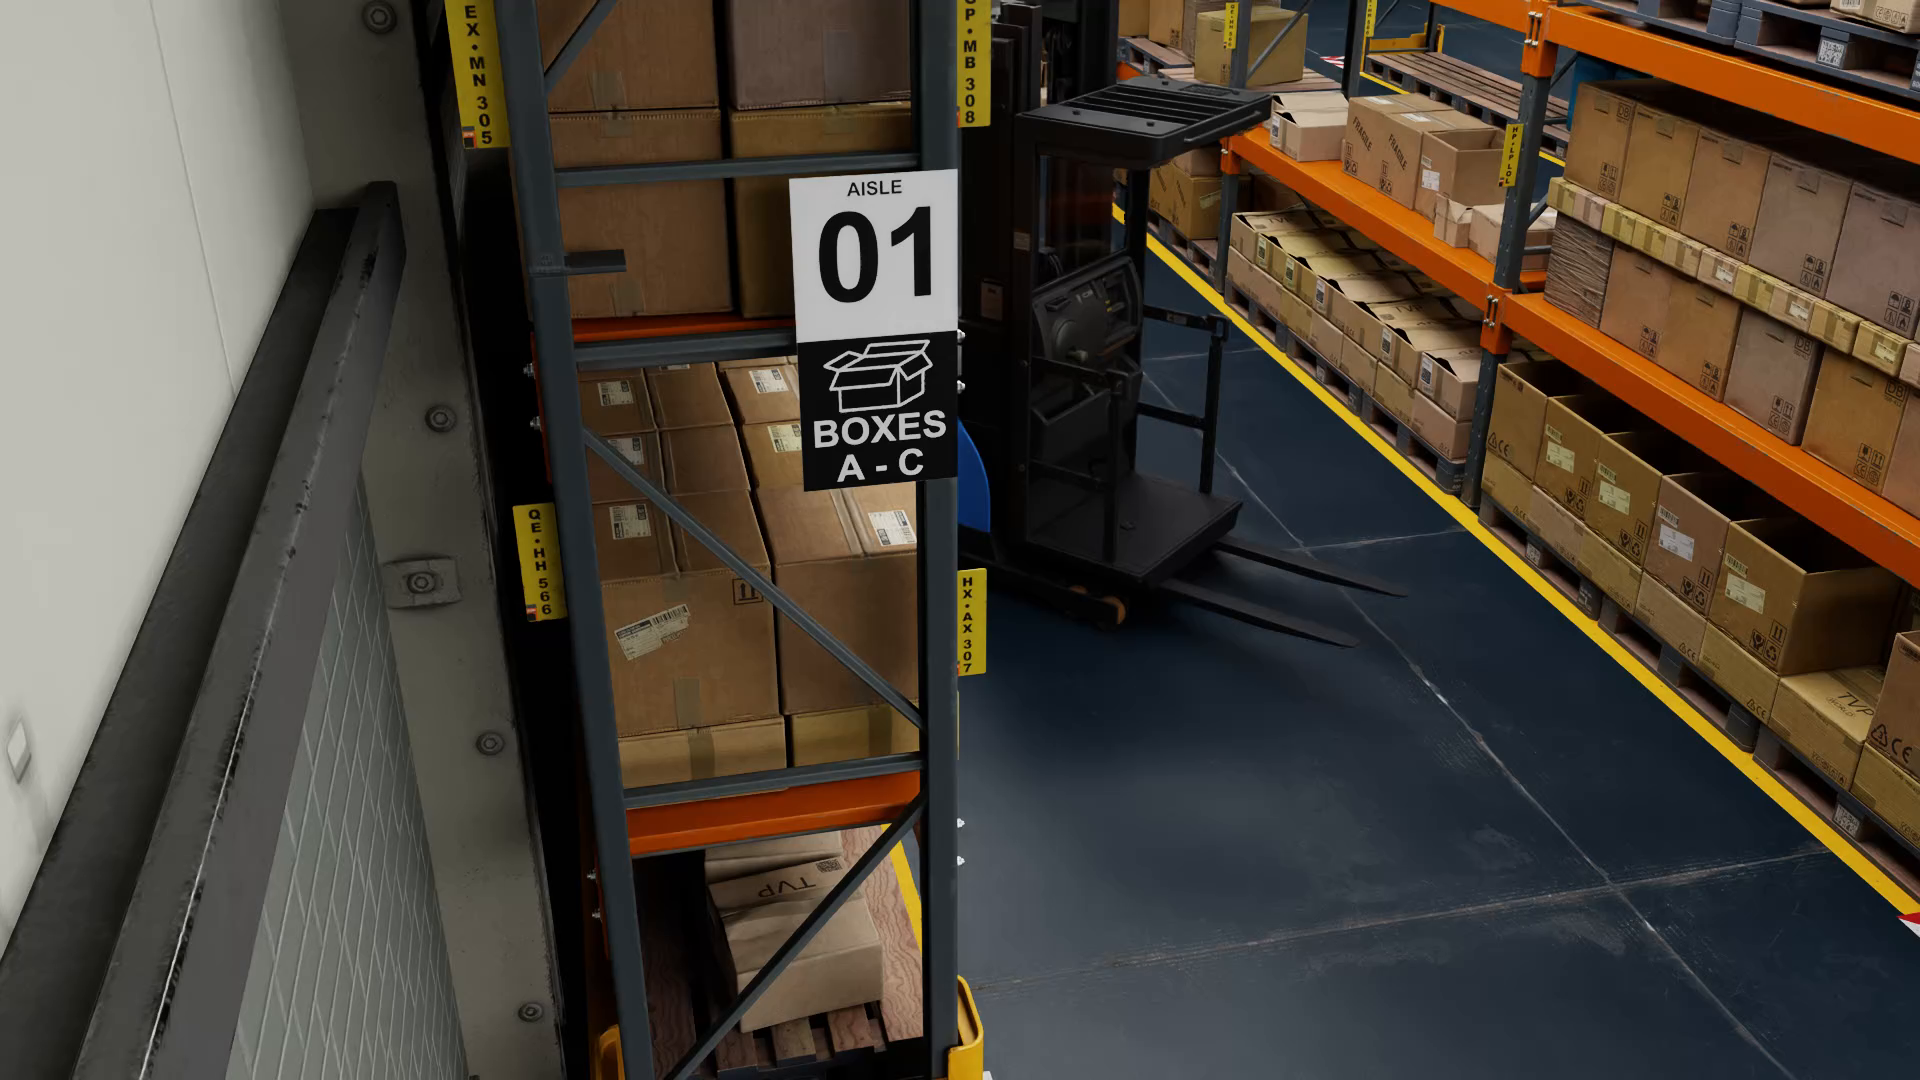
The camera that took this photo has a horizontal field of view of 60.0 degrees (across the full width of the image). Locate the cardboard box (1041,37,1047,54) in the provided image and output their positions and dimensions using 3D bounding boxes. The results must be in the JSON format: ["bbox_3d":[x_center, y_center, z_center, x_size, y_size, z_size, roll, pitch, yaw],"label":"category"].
[{"bbox_3d":[1.076,-5.728,19.555,0.500,0.500,0.500,-6,27,-12],"label":"cardboard box"}]

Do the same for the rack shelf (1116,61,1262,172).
[{"bbox_3d":[2.065,-3.906,14.458,1.077,0.370,4.000,-6,27,-12],"label":"rack shelf"}]

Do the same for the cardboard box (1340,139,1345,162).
[{"bbox_3d":[2.858,-2.683,11.515,0.380,0.149,0.250,-4,27,-8],"label":"cardboard box"}]

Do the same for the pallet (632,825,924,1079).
[{"bbox_3d":[-0.672,1.519,6.007,1.003,0.211,1.213,-6,27,-12],"label":"pallet"}]

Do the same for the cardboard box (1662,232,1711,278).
[{"bbox_3d":[3.521,-1.341,7.748,0.380,0.149,0.250,-7,28,-13],"label":"cardboard box"}]

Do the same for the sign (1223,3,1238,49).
[{"bbox_3d":[1.989,-3.771,12.196,0.100,0.325,0.005,-6,27,-12],"label":"sign"}]

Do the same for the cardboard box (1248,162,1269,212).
[{"bbox_3d":[2.568,-2.888,13.928,0.500,0.500,0.500,-7,28,-13],"label":"cardboard box"}]

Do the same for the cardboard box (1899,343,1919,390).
[{"bbox_3d":[3.875,-0.657,6.393,0.380,0.149,0.250,-6,27,-11],"label":"cardboard box"}]

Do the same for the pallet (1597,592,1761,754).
[{"bbox_3d":[3.834,0.542,7.942,1.003,0.211,1.213,-6,27,-12],"label":"pallet"}]

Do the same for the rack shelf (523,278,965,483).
[{"bbox_3d":[-0.957,-1.228,5.824,1.077,0.370,4.000,-6,27,-12],"label":"rack shelf"}]

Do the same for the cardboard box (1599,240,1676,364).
[{"bbox_3d":[3.649,-1.213,8.213,0.700,0.500,0.500,-6,27,-12],"label":"cardboard box"}]

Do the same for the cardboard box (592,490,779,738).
[{"bbox_3d":[-0.820,0.205,4.826,0.500,0.500,0.500,-6,27,-12],"label":"cardboard box"}]

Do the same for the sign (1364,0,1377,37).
[{"bbox_3d":[3.056,-3.924,12.410,0.100,0.325,0.005,-6,27,-12],"label":"sign"}]

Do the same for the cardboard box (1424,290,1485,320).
[{"bbox_3d":[3.341,-1.458,10.772,0.500,0.311,0.500,-7,28,-13],"label":"cardboard box"}]

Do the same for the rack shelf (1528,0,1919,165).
[{"bbox_3d":[3.868,-1.733,6.824,1.077,0.370,4.000,-6,27,-12],"label":"rack shelf"}]

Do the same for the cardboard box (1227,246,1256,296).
[{"bbox_3d":[2.348,-2.049,12.567,0.500,0.250,0.500,-6,27,-12],"label":"cardboard box"}]

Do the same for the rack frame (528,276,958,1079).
[{"bbox_3d":[-0.507,0.667,4.599,1.000,3.000,0.127,-6,27,-12],"label":"rack frame"}]

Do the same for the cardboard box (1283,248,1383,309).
[{"bbox_3d":[2.587,-1.846,11.541,0.500,0.311,0.500,-7,28,-13],"label":"cardboard box"}]

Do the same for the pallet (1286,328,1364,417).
[{"bbox_3d":[2.935,-1.204,11.402,1.003,0.211,1.213,-6,27,-12],"label":"pallet"}]

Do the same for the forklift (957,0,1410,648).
[{"bbox_3d":[0.815,-1.132,8.240,3.031,2.935,1.130,18,32,32],"label":"forklift"}]

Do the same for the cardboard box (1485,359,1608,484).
[{"bbox_3d":[3.217,-0.653,8.967,0.500,0.500,0.500,-6,27,-12],"label":"cardboard box"}]

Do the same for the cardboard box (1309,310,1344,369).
[{"bbox_3d":[2.700,-1.376,11.233,0.500,0.250,0.500,-5,27,-11],"label":"cardboard box"}]

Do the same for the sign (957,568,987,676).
[{"bbox_3d":[0.022,0.226,4.513,0.100,0.325,0.005,-6,27,-12],"label":"sign"}]

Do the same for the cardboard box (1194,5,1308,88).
[{"bbox_3d":[2.264,-3.846,12.964,0.700,0.500,0.500,-16,31,-29],"label":"cardboard box"}]

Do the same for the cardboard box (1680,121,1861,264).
[{"bbox_3d":[3.751,-1.581,7.503,0.700,0.500,0.500,-6,27,-12],"label":"cardboard box"}]

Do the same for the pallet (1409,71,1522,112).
[{"bbox_3d":[5.959,-5.217,19.352,1.003,0.211,1.213,-6,27,-12],"label":"pallet"}]

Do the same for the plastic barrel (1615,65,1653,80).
[{"bbox_3d":[6.707,-4.306,16.315,0.600,0.901,0.708,-6,27,-12],"label":"plastic barrel"}]

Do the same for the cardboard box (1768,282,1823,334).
[{"bbox_3d":[3.695,-1.000,7.072,0.380,0.149,0.250,-6,27,-12],"label":"cardboard box"}]

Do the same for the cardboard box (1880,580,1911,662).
[{"bbox_3d":[4.175,0.173,7.332,0.500,0.500,0.500,-6,27,-12],"label":"cardboard box"}]

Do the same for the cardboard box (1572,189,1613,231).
[{"bbox_3d":[3.346,-1.680,8.418,0.380,0.149,0.250,-6,27,-11],"label":"cardboard box"}]

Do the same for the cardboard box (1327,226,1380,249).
[{"bbox_3d":[2.997,-2.127,12.098,0.500,0.311,0.500,-6,27,-12],"label":"cardboard box"}]

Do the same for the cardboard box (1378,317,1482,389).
[{"bbox_3d":[2.923,-1.180,10.222,0.500,0.311,0.500,-5,27,-10],"label":"cardboard box"}]

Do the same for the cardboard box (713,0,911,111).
[{"bbox_3d":[-0.357,-1.365,4.054,0.500,0.500,0.500,-8,28,-15],"label":"cardboard box"}]

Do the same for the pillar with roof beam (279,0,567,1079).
[{"bbox_3d":[2.687,-2.667,4.548,9.100,9.000,0.400,-6,27,-12],"label":"pillar with roof beam"}]

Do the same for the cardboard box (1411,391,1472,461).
[{"bbox_3d":[3.042,-0.706,9.905,0.500,0.250,0.500,-6,27,-12],"label":"cardboard box"}]

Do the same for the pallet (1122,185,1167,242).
[{"bbox_3d":[2.113,-2.970,14.901,1.003,0.211,1.213,-6,27,-12],"label":"pallet"}]

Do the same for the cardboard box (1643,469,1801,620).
[{"bbox_3d":[3.557,0.006,7.663,0.500,0.500,0.500,-6,27,-12],"label":"cardboard box"}]

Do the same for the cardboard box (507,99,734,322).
[{"bbox_3d":[-0.847,-0.883,4.208,0.500,0.500,0.500,-4,27,-8],"label":"cardboard box"}]

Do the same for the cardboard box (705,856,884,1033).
[{"bbox_3d":[-0.575,1.359,5.725,0.500,0.311,0.500,-9,28,-17],"label":"cardboard box"}]

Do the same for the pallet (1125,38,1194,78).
[{"bbox_3d":[2.073,-4.117,14.290,1.003,0.211,1.213,-6,27,-12],"label":"pallet"}]

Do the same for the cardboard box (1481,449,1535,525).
[{"bbox_3d":[3.227,-0.319,9.138,0.500,0.250,0.500,-6,27,-12],"label":"cardboard box"}]

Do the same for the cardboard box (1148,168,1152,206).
[{"bbox_3d":[1.836,-3.273,14.692,0.500,0.500,0.500,-7,28,-14],"label":"cardboard box"}]

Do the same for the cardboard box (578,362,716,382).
[{"bbox_3d":[-1.158,-0.464,6.153,0.500,0.500,0.500,-6,27,-11],"label":"cardboard box"}]

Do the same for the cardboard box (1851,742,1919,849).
[{"bbox_3d":[3.910,0.997,6.530,0.500,0.250,0.500,-6,27,-12],"label":"cardboard box"}]

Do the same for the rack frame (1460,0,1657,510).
[{"bbox_3d":[3.417,-1.593,9.078,1.000,3.000,0.127,-6,27,-12],"label":"rack frame"}]

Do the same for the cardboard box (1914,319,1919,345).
[{"bbox_3d":[4.090,-0.921,6.195,0.700,0.500,0.500,-7,28,-13],"label":"cardboard box"}]

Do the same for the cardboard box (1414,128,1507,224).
[{"bbox_3d":[3.142,-2.208,10.184,0.500,0.500,0.500,-4,27,-8],"label":"cardboard box"}]

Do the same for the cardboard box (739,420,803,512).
[{"bbox_3d":[-0.423,-0.067,5.366,0.500,0.500,0.500,-6,27,-11],"label":"cardboard box"}]

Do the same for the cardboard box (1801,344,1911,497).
[{"bbox_3d":[3.997,-0.537,6.873,0.700,0.500,0.500,-6,27,-11],"label":"cardboard box"}]

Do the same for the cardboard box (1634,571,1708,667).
[{"bbox_3d":[3.560,0.340,7.833,0.500,0.250,0.500,-6,27,-12],"label":"cardboard box"}]

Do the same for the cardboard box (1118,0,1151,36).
[{"bbox_3d":[1.720,-4.811,14.876,0.700,0.500,0.500,-2,27,-3],"label":"cardboard box"}]
